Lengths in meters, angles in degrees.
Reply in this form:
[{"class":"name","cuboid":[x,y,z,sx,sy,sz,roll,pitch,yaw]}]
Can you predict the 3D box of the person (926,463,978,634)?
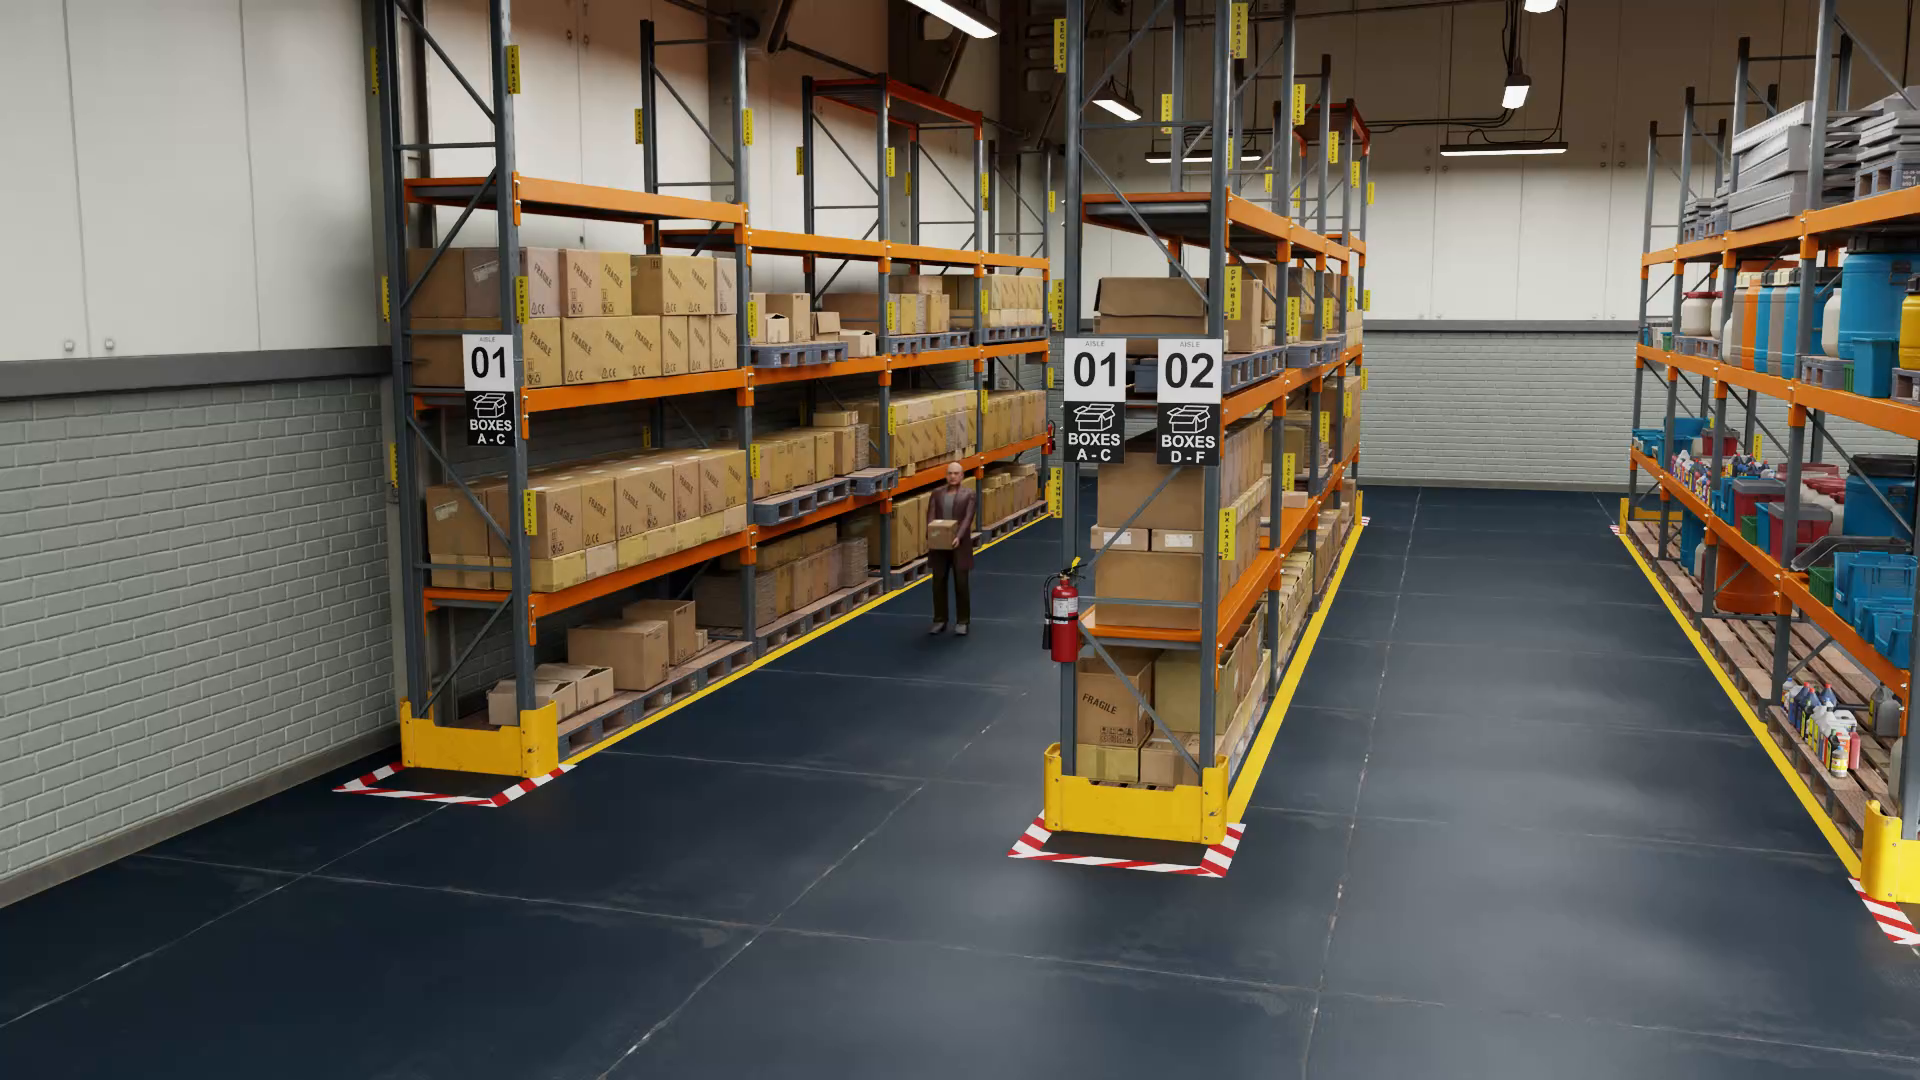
[{"class":"person","cuboid":[-0.115,0.097,17.222,0.527,1.775,0.556,3,9,17]}]
